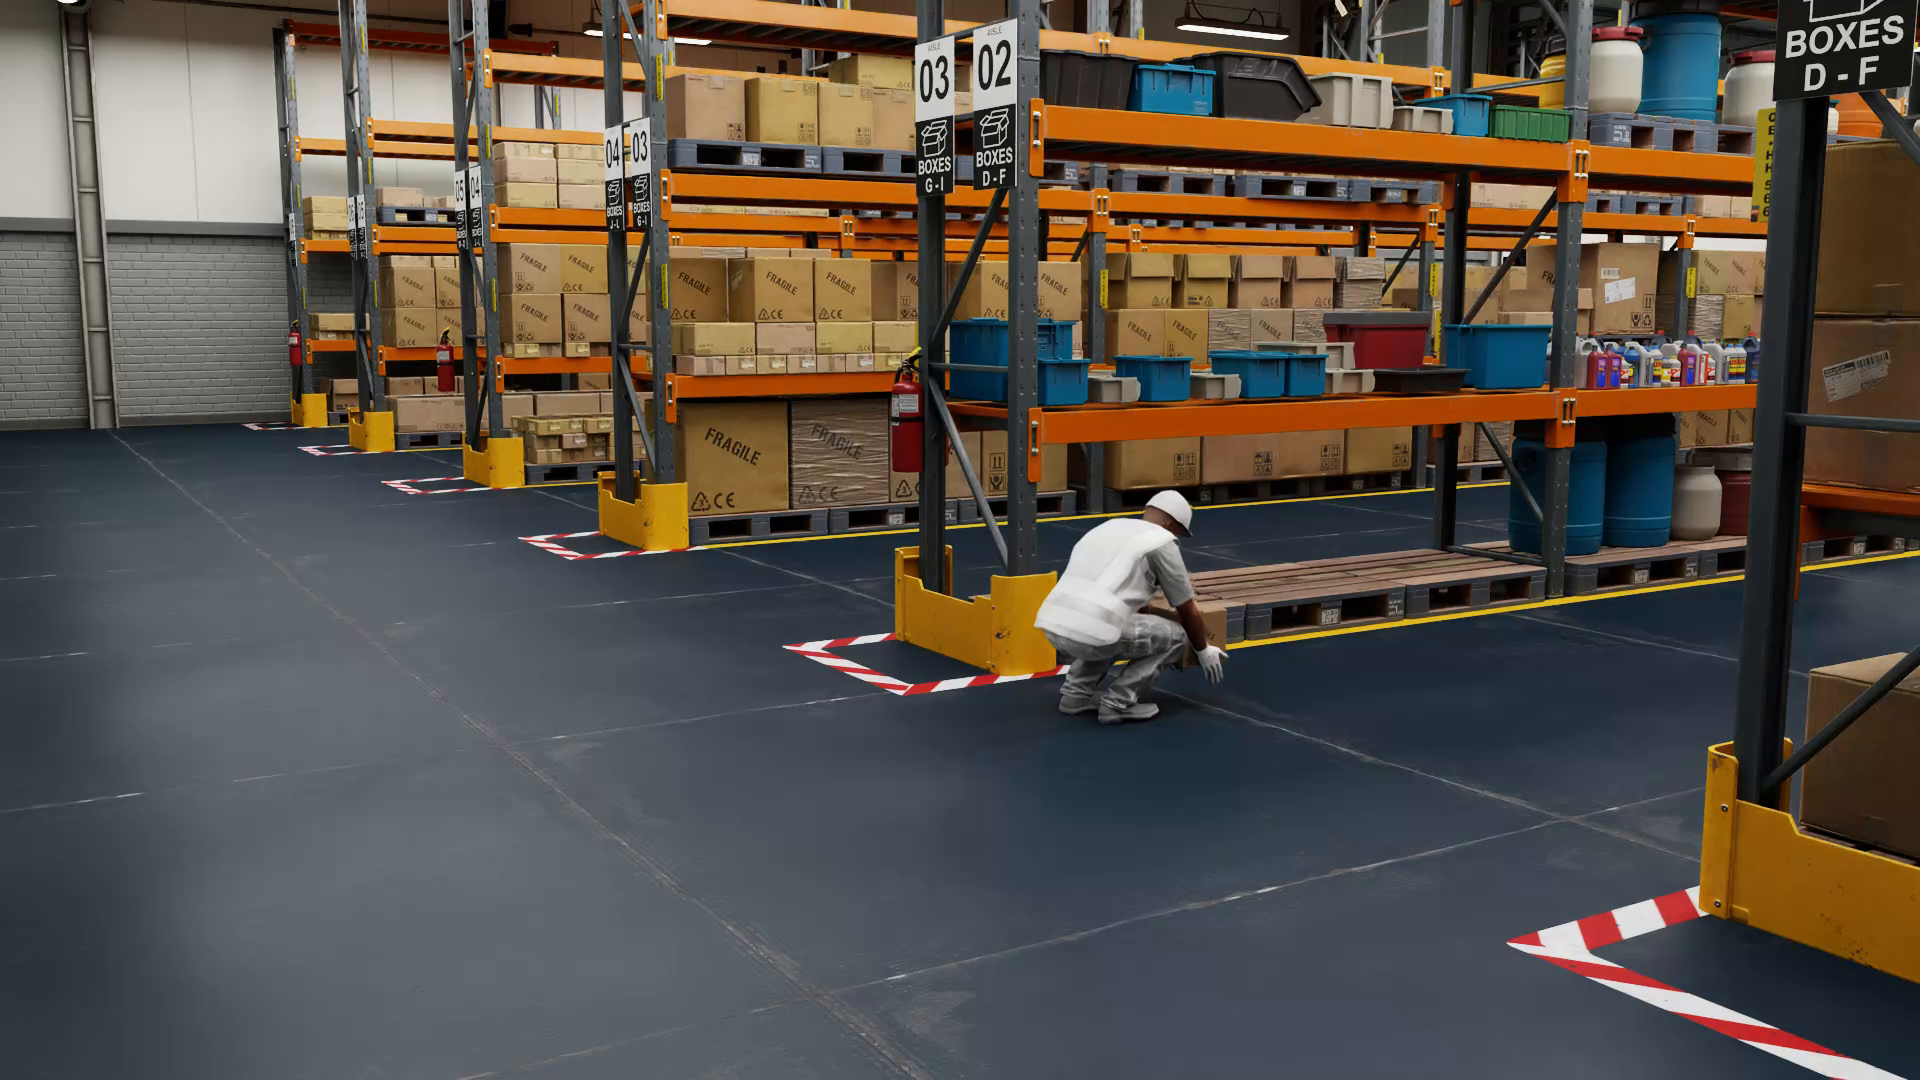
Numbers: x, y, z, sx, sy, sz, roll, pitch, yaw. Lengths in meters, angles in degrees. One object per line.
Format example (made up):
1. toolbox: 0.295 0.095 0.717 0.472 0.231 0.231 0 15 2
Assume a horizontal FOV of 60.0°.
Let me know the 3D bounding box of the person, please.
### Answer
1. person: 0.757 0.291 7.534 0.904 0.998 0.559 -5 9 -32
